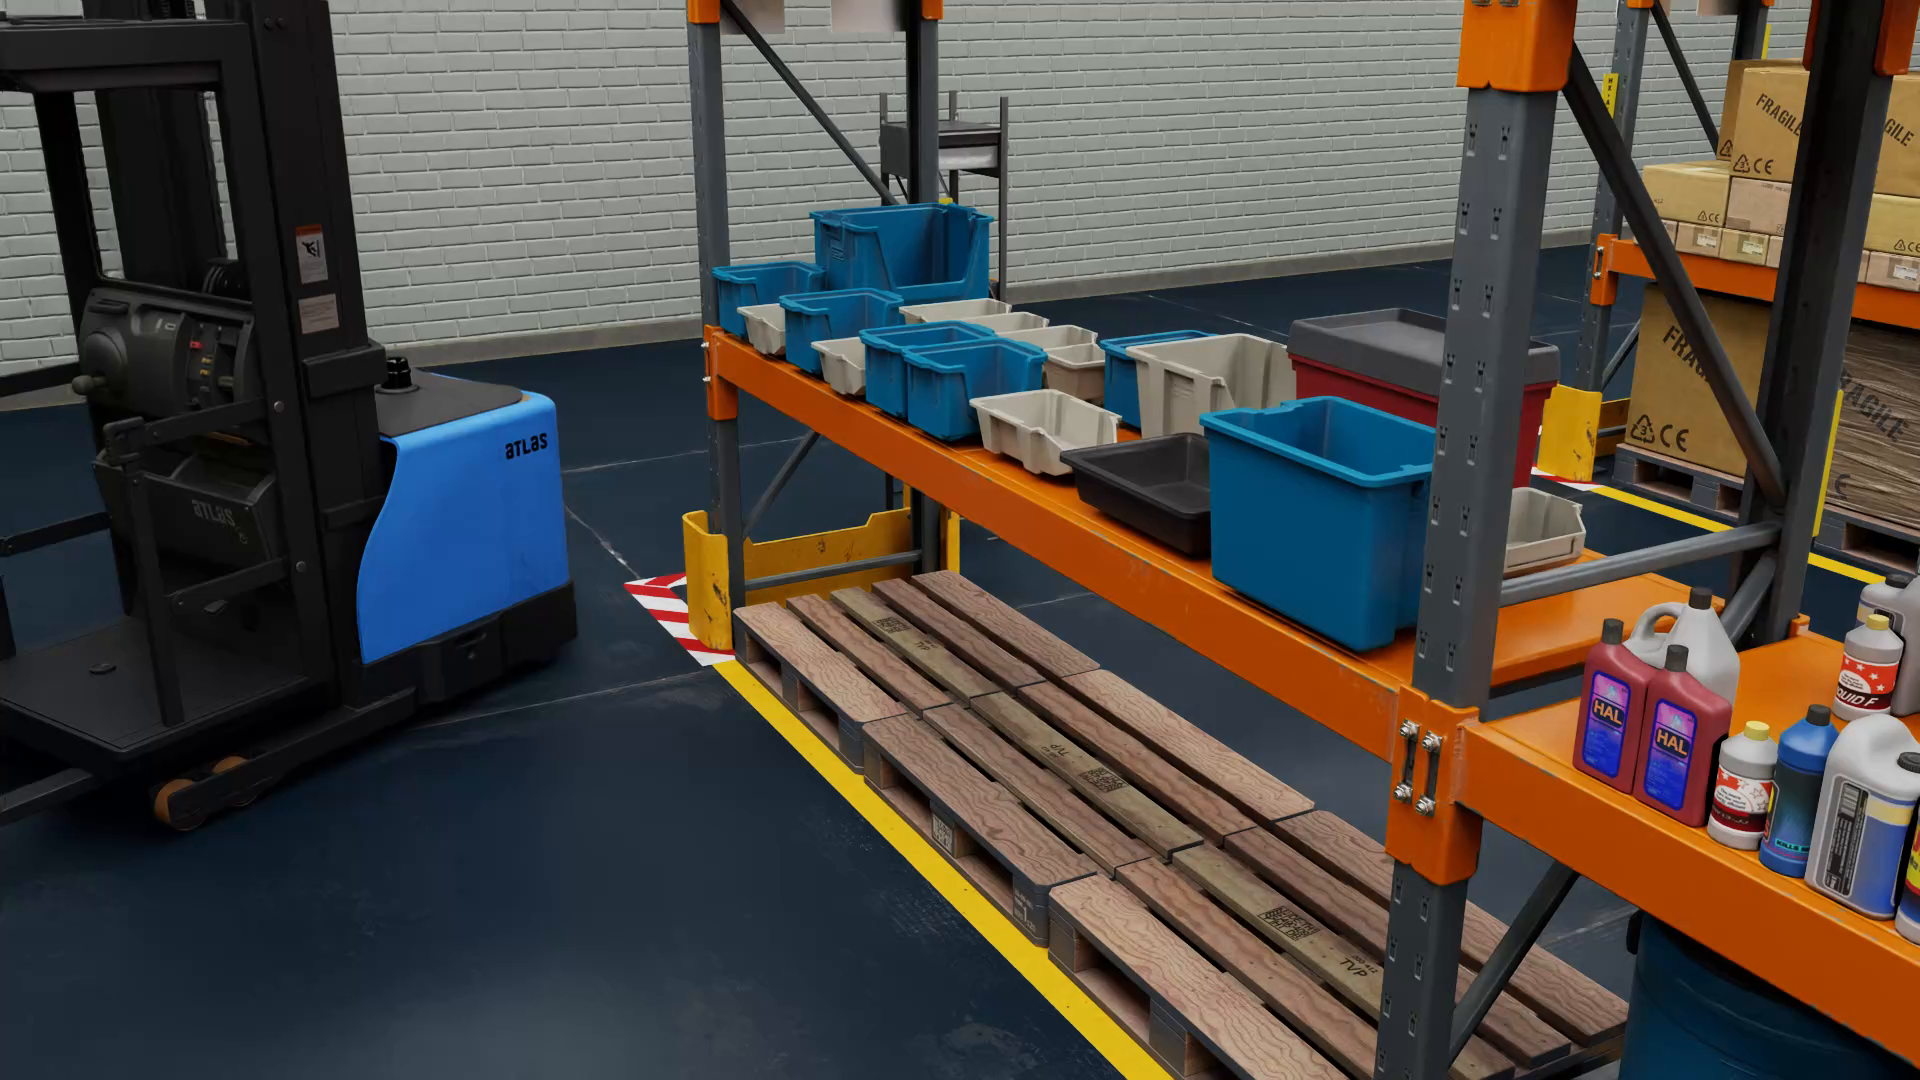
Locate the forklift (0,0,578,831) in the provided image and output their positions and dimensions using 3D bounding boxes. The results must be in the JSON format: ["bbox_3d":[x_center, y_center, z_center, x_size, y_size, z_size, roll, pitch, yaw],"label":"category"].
[{"bbox_3d":[-2.785,-0.617,5.425,1.130,2.935,3.031,12,22,31],"label":"forklift"}]

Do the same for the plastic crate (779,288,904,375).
[{"bbox_3d":[-0.413,-0.728,5.807,0.416,0.233,0.300,-10,21,-27],"label":"plastic crate"}]

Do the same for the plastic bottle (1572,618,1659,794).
[{"bbox_3d":[1.145,0.285,2.885,0.061,0.283,0.133,-10,21,-27],"label":"plastic bottle"}]

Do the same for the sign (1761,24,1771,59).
[{"bbox_3d":[4.290,-2.596,8.918,0.100,0.325,0.005,-10,21,-27],"label":"sign"}]

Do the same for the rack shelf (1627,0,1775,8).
[{"bbox_3d":[4.756,-2.360,6.878,1.077,0.370,4.000,-10,21,-27],"label":"rack shelf"}]

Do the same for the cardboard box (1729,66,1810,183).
[{"bbox_3d":[4.034,-1.958,7.831,0.500,0.500,0.500,-11,22,-28],"label":"cardboard box"}]

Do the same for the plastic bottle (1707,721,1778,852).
[{"bbox_3d":[1.280,0.393,2.700,0.097,0.201,0.097,0,19,0],"label":"plastic bottle"}]

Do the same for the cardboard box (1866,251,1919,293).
[{"bbox_3d":[4.297,-1.216,7.443,0.380,0.149,0.250,-10,22,-27],"label":"cardboard box"}]

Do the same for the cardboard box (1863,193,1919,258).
[{"bbox_3d":[4.285,-1.454,7.520,0.500,0.250,0.500,-11,22,-28],"label":"cardboard box"}]

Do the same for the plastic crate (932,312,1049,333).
[{"bbox_3d":[0.119,-0.702,5.879,0.396,0.136,0.243,-10,21,-27],"label":"plastic crate"}]

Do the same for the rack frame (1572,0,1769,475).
[{"bbox_3d":[3.806,-1.857,8.914,1.000,3.000,0.127,-10,21,-27],"label":"rack frame"}]

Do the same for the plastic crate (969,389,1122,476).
[{"bbox_3d":[0.255,-0.298,4.710,0.293,0.136,0.466,-10,21,-27],"label":"plastic crate"}]

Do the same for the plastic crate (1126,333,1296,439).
[{"bbox_3d":[0.784,-0.381,4.725,0.437,0.282,0.530,-10,21,-27],"label":"plastic crate"}]

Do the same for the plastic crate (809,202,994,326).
[{"bbox_3d":[-0.229,-1.067,6.480,0.616,0.435,0.499,-10,21,-27],"label":"plastic crate"}]

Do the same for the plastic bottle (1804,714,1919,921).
[{"bbox_3d":[1.405,0.414,2.522,0.152,0.276,0.135,-10,21,-27],"label":"plastic bottle"}]

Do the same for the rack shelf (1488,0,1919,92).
[{"bbox_3d":[2.296,-0.445,1.327,1.077,0.370,4.000,-10,21,-27],"label":"rack shelf"}]

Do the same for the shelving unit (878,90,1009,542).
[{"bbox_3d":[-0.079,-1.040,7.927,0.431,2.100,0.503,-10,21,-27],"label":"shelving unit"}]

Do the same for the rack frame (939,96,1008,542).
[{"bbox_3d":[0.037,-0.970,7.724,0.400,2.100,0.015,-10,21,-27],"label":"rack frame"}]

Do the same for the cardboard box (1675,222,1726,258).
[{"bbox_3d":[3.807,-1.512,8.298,0.380,0.149,0.250,-10,22,-27],"label":"cardboard box"}]

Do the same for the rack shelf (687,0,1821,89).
[{"bbox_3d":[0.397,-1.593,4.655,1.077,0.370,4.000,-10,21,-27],"label":"rack shelf"}]

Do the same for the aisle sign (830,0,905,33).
[{"bbox_3d":[-0.329,-2.384,6.458,0.394,0.787,0.004,-10,21,-27],"label":"aisle sign"}]

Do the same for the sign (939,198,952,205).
[{"bbox_3d":[-0.076,-1.257,6.924,0.100,0.325,0.005,-10,21,-27],"label":"sign"}]

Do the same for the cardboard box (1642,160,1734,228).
[{"bbox_3d":[3.796,-1.747,8.369,0.500,0.250,0.500,-11,22,-28],"label":"cardboard box"}]

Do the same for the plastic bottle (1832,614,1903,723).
[{"bbox_3d":[1.717,0.240,3.141,0.097,0.201,0.097,0,19,0],"label":"plastic bottle"}]

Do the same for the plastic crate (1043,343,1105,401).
[{"bbox_3d":[0.429,-0.543,5.420,0.298,0.136,0.250,-10,21,-27],"label":"plastic crate"}]

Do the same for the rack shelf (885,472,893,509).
[{"bbox_3d":[-0.079,-0.365,8.159,0.431,0.518,0.480,-10,21,-27],"label":"rack shelf"}]

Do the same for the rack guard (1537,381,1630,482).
[{"bbox_3d":[3.795,-0.682,9.341,1.175,0.500,0.348,-10,21,-27],"label":"rack guard"}]

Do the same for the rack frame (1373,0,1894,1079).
[{"bbox_3d":[1.350,0.058,3.364,0.949,2.616,0.053,-10,21,-27],"label":"rack frame"}]

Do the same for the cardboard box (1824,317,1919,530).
[{"bbox_3d":[4.613,-0.618,7.938,0.875,0.875,0.875,-10,21,-27],"label":"cardboard box"}]

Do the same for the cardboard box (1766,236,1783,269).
[{"bbox_3d":[4.054,-1.363,7.869,0.380,0.149,0.250,-10,22,-27],"label":"cardboard box"}]

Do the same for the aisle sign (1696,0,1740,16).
[{"bbox_3d":[4.036,-3.153,8.684,0.394,0.787,0.004,-10,21,-27],"label":"aisle sign"}]

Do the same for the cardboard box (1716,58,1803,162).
[{"bbox_3d":[4.269,-2.182,8.480,0.500,0.500,0.500,-10,21,-26],"label":"cardboard box"}]

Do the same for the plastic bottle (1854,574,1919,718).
[{"bbox_3d":[1.818,0.180,3.200,0.152,0.276,0.135,-10,21,-27],"label":"plastic bottle"}]

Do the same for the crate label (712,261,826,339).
[{"bbox_3d":[-0.725,-0.917,6.355,0.416,0.233,0.303,-10,21,-27],"label":"crate label"}]

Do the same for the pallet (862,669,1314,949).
[{"bbox_3d":[0.380,0.821,5.428,1.003,0.211,1.213,-10,21,-27],"label":"pallet"}]

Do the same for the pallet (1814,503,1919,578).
[{"bbox_3d":[4.830,0.029,7.725,1.003,0.211,1.213,-10,21,-27],"label":"pallet"}]

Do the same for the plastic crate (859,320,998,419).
[{"bbox_3d":[-0.100,-0.539,5.259,0.416,0.233,0.300,-10,21,-27],"label":"plastic crate"}]

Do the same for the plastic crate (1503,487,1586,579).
[{"bbox_3d":[1.251,-0.001,3.847,0.396,0.136,0.243,-10,21,-27],"label":"plastic crate"}]
